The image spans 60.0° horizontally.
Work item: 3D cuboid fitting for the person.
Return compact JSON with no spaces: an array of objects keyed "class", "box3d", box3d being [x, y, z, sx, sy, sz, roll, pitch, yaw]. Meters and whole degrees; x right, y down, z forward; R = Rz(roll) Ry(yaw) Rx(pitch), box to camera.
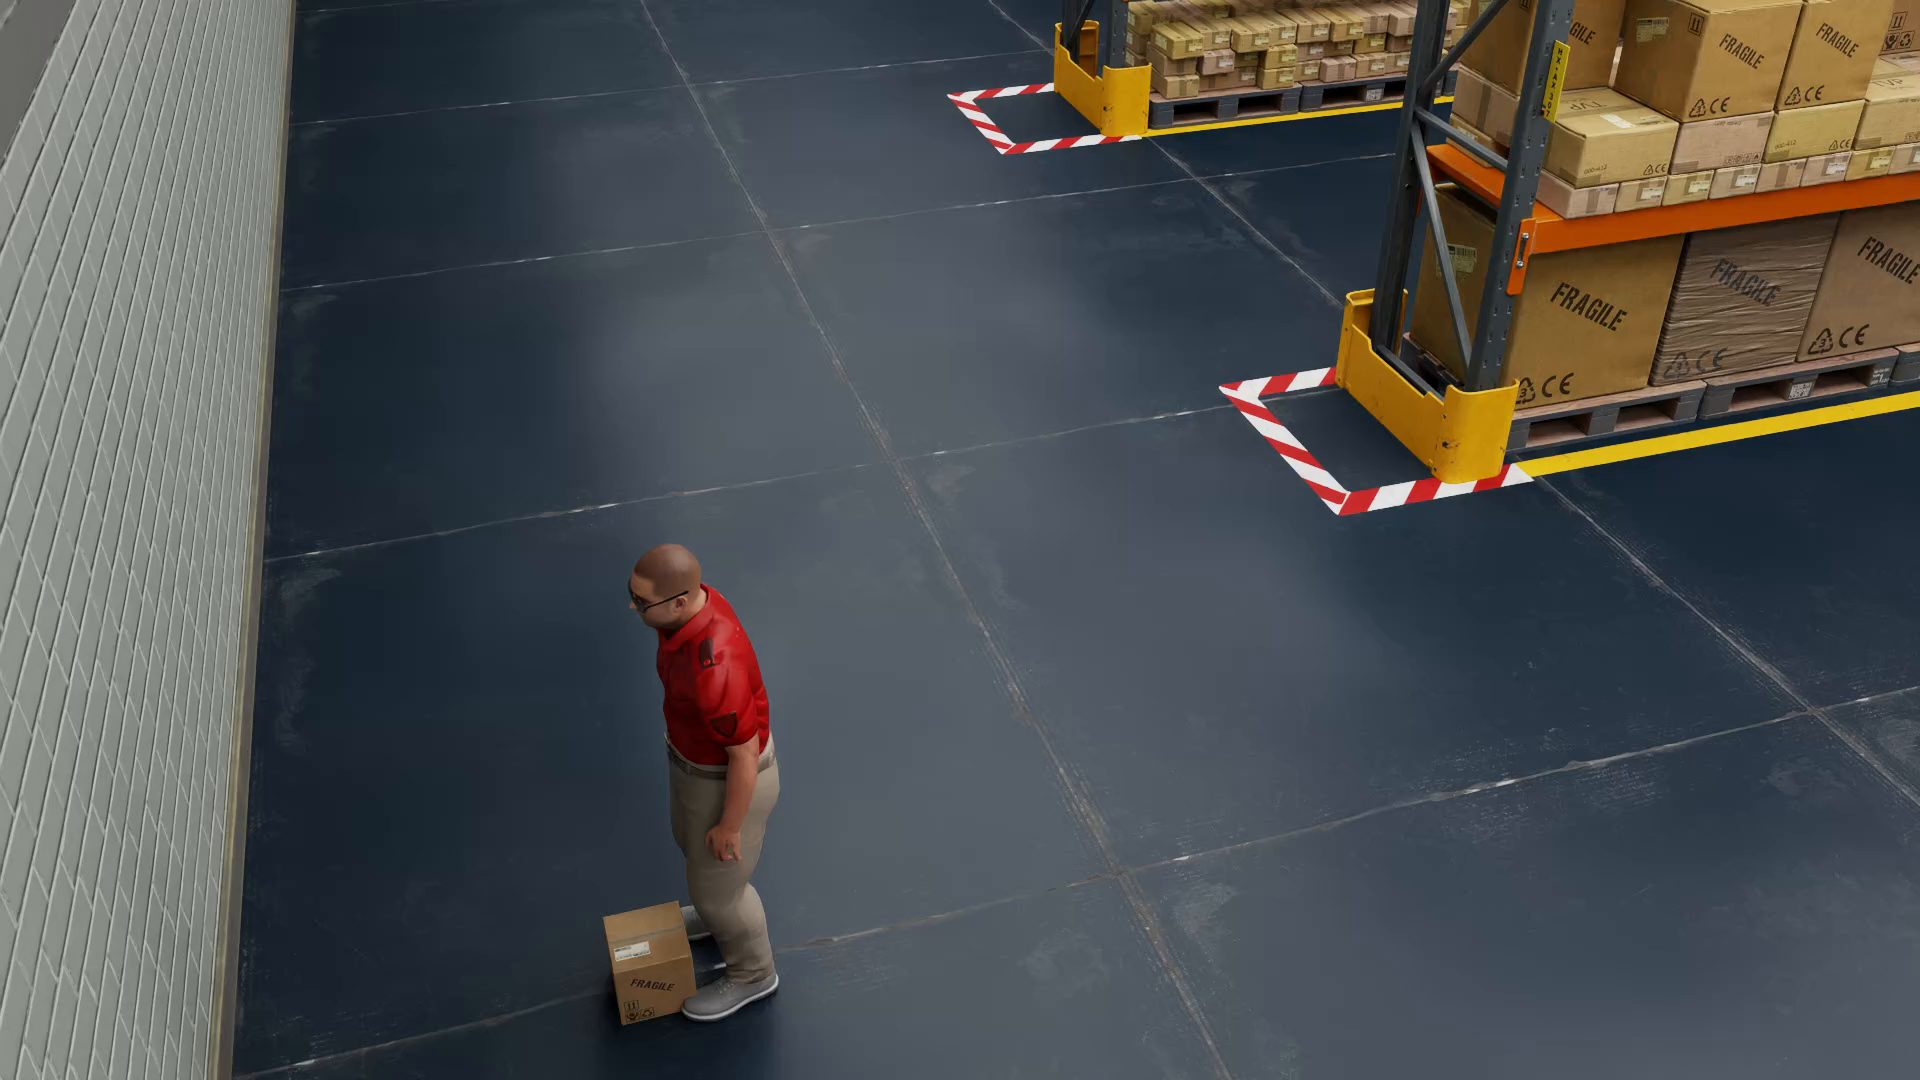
[{"class":"person","box3d":[-0.765,0.716,5.082,0.392,1.725,0.590,-12,35,-17]}]
